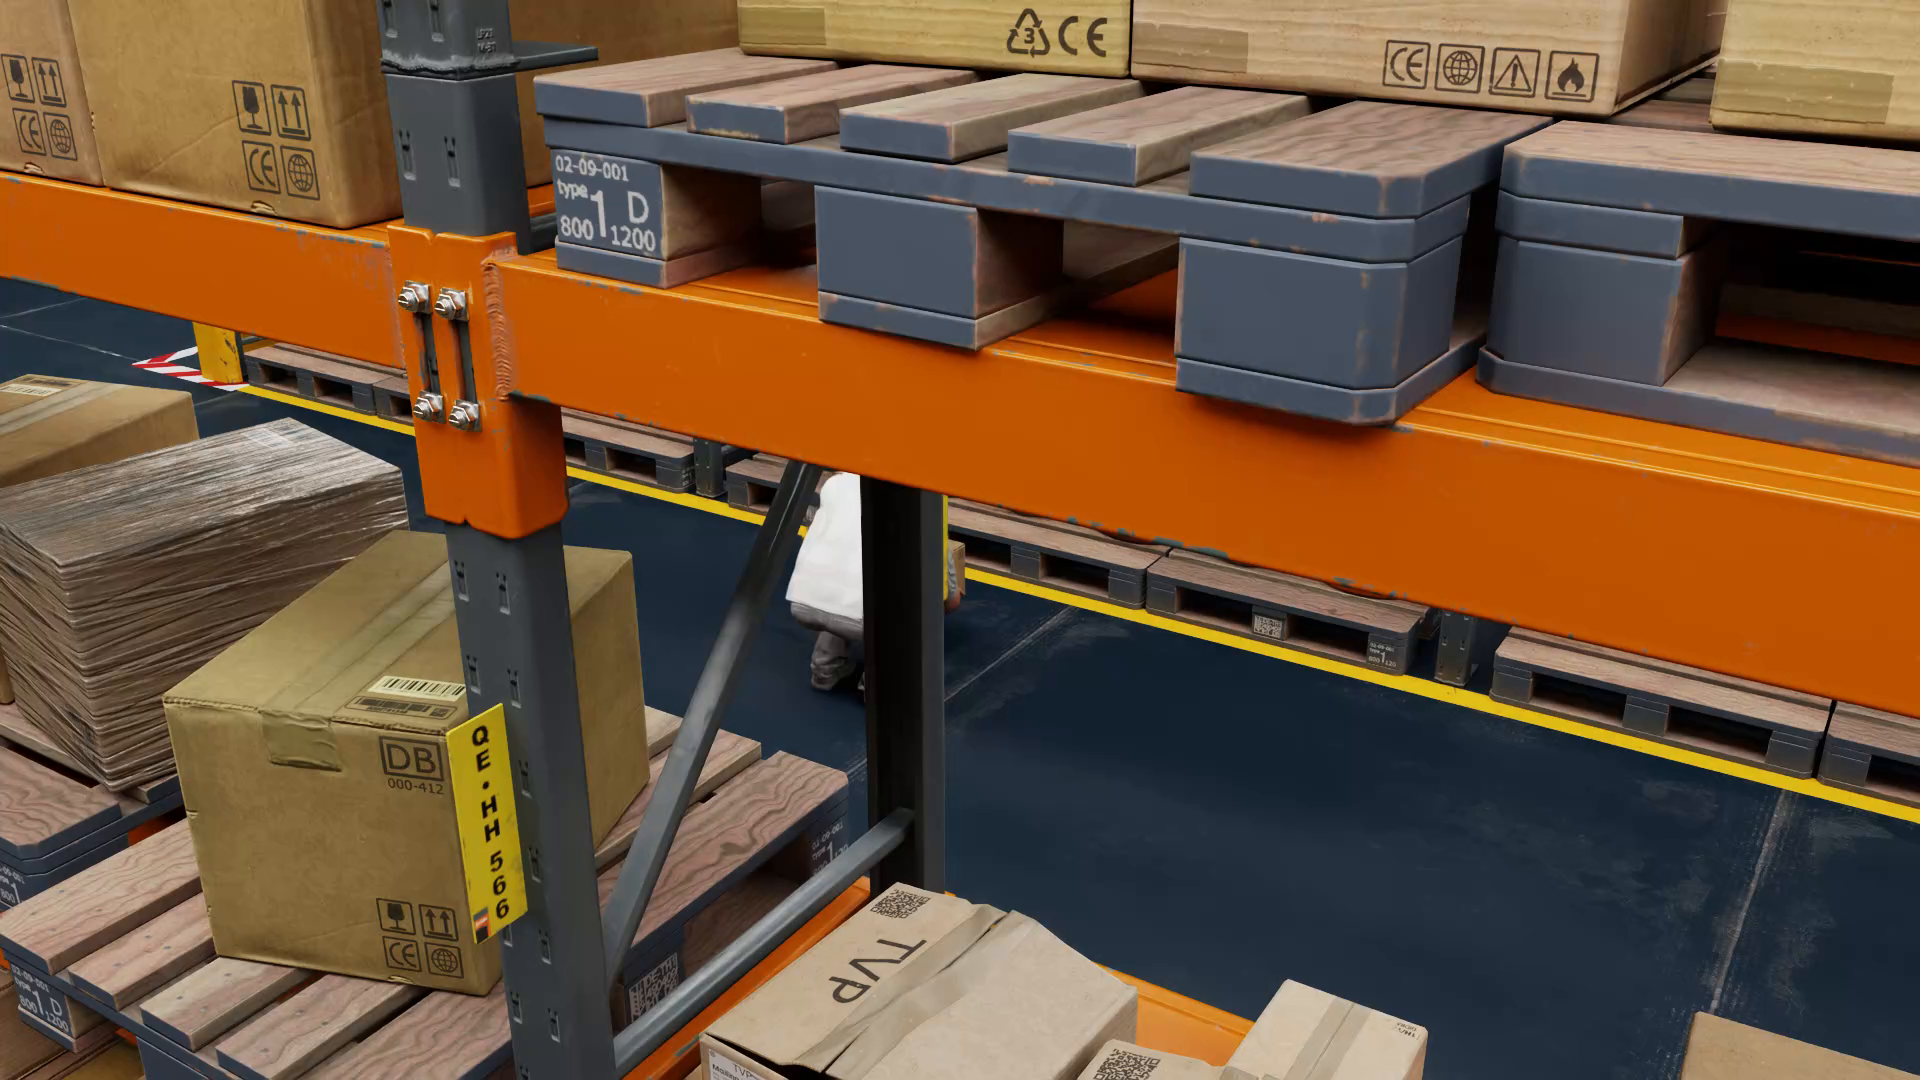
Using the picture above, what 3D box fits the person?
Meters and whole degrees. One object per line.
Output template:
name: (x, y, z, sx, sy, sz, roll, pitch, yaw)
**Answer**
person: (-0.351, 0.098, 6.825, 0.536, 1.005, 0.878, 14, 27, 29)
